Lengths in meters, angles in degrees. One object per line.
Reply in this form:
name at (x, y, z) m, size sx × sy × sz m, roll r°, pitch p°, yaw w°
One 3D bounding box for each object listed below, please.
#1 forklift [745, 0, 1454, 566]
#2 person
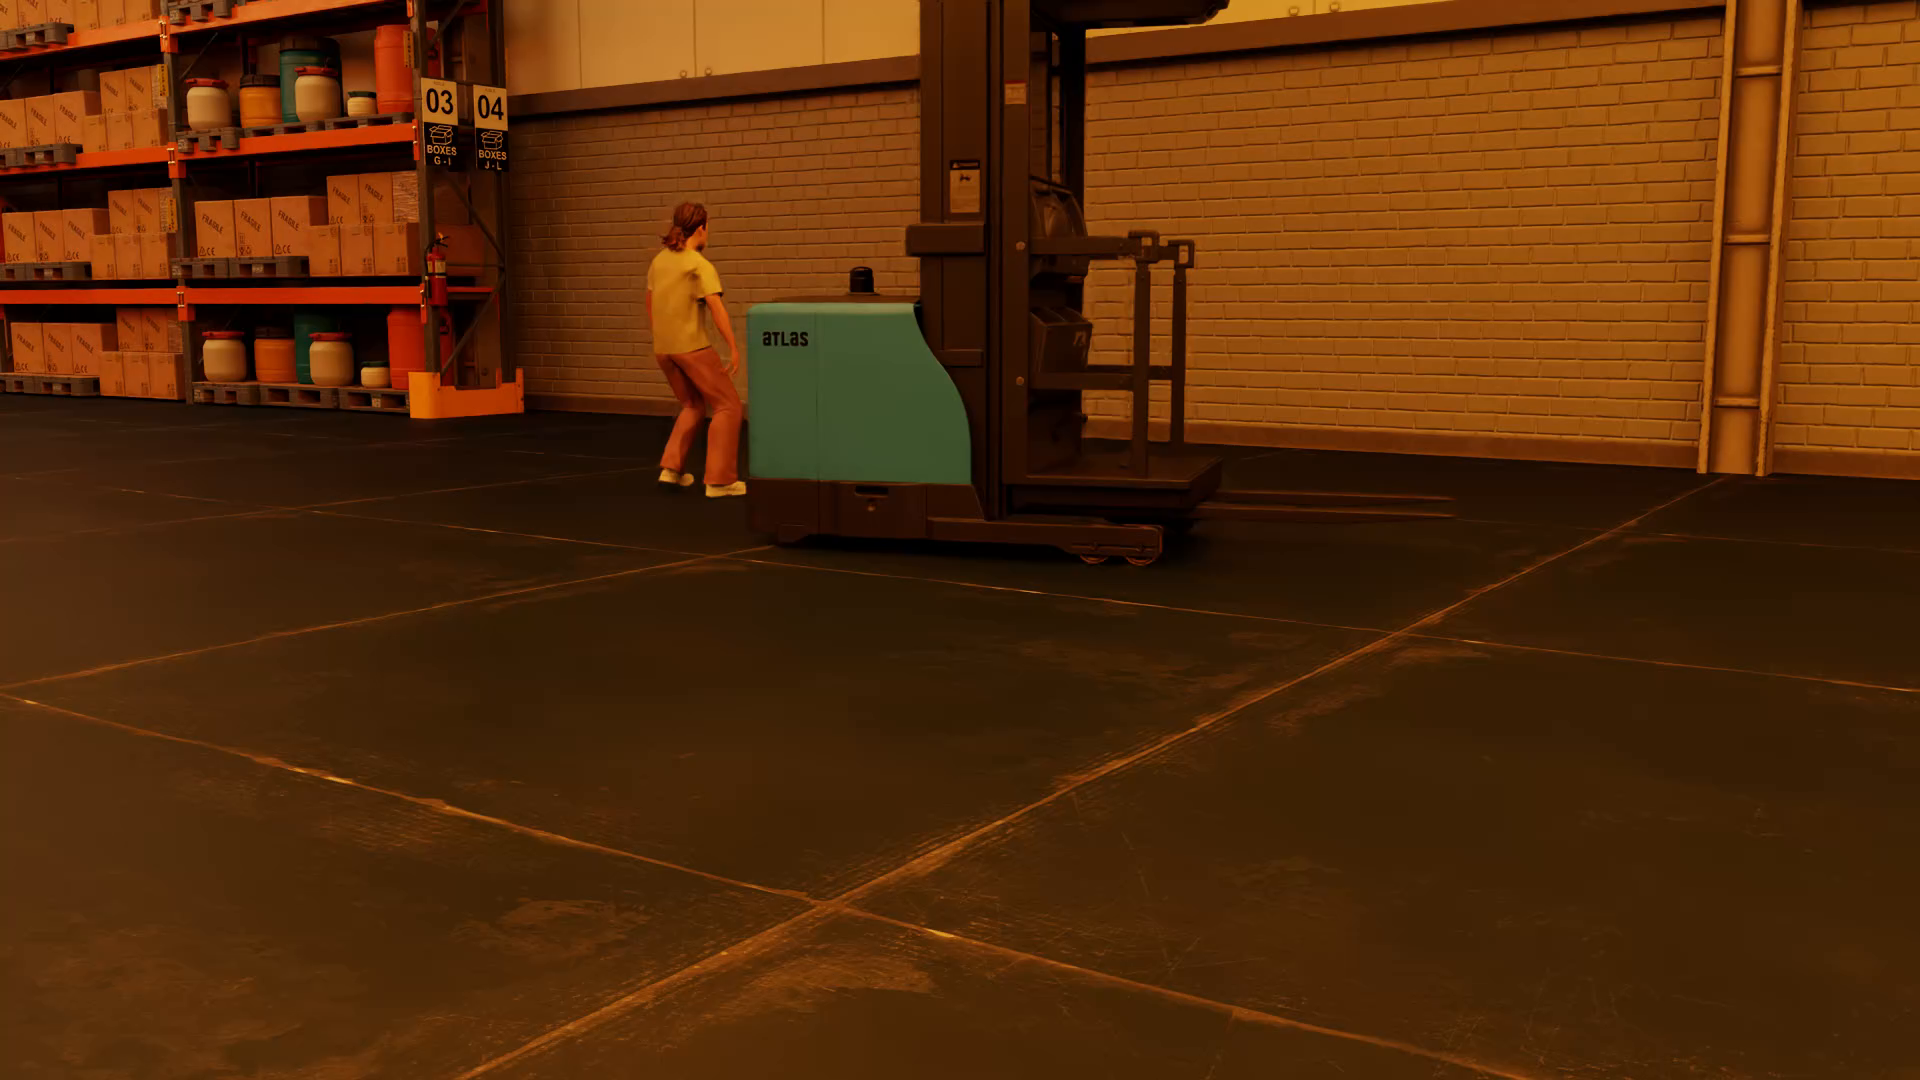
forklift at (0.622, -1.428, 7.234) m, size 3.031 × 2.935 × 1.130 m, roll 2°, pitch 8°, yaw 16°
person at (-1.486, -1.060, 9.330) m, size 0.614 × 1.613 × 0.396 m, roll 6°, pitch 10°, yaw 38°
